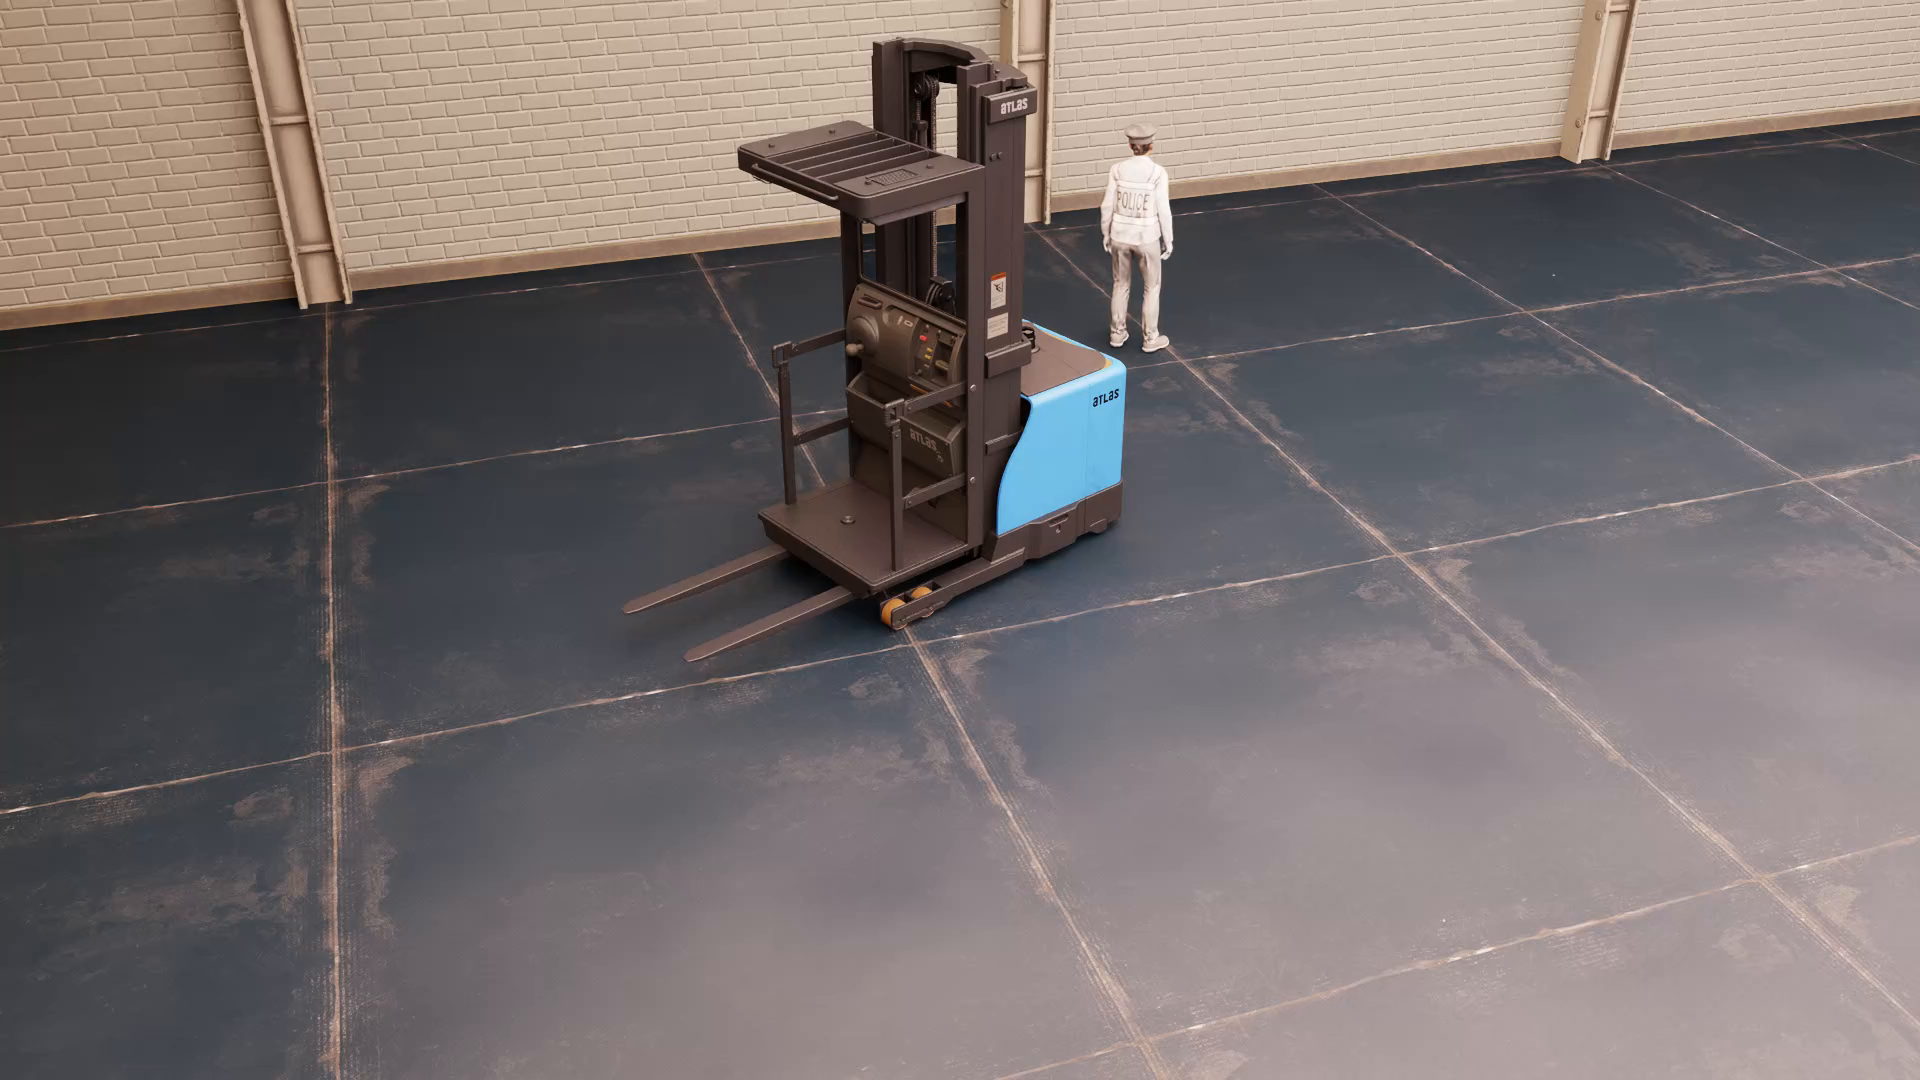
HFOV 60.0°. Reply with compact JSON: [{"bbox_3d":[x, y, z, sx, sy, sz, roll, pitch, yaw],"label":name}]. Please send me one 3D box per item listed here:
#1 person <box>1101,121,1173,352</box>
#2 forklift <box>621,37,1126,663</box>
[{"bbox_3d":[1.293,-2.201,12.186,0.540,1.664,0.375,12,32,20],"label":"person"},{"bbox_3d":[-0.461,-1.072,8.951,3.031,2.935,1.130,-23,37,-34],"label":"forklift"}]
